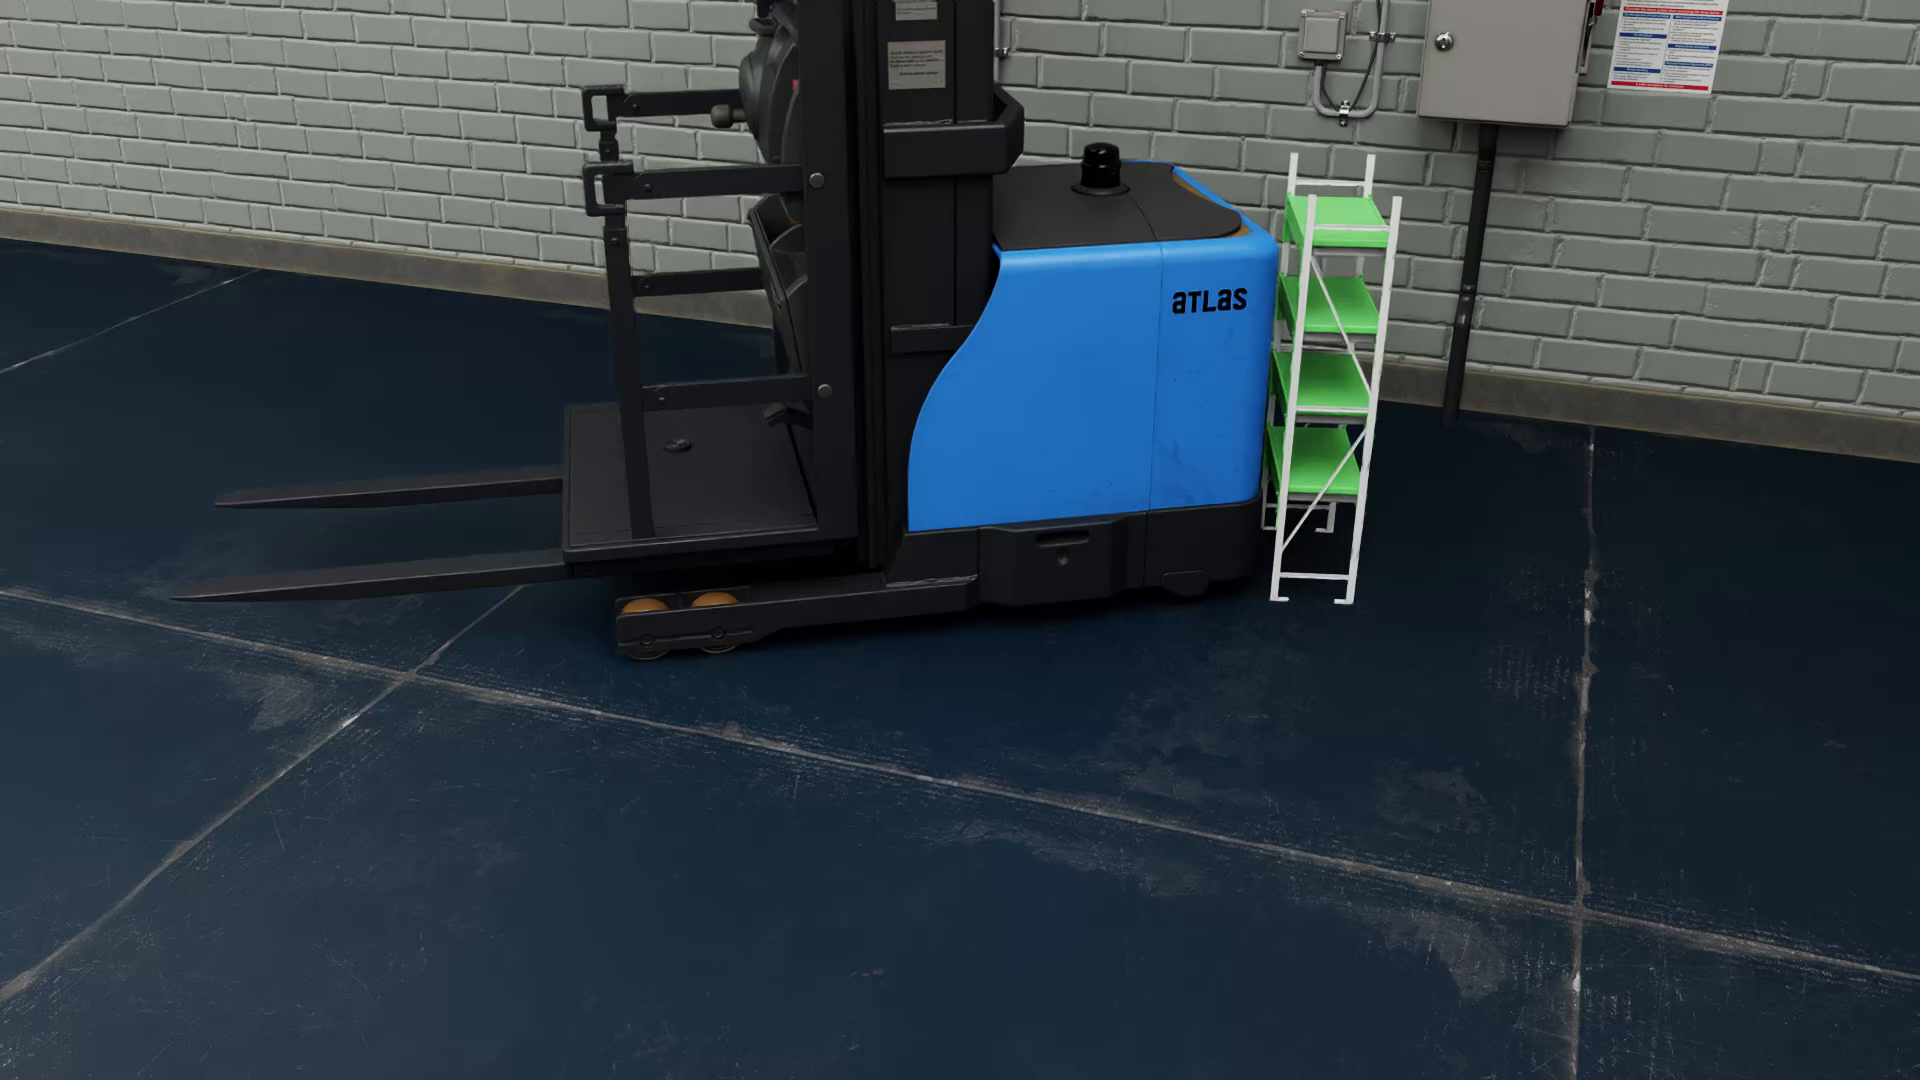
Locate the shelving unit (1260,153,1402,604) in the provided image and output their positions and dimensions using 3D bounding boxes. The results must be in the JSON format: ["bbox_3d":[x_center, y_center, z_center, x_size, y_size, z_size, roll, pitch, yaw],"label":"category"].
[{"bbox_3d":[1.052,-0.466,4.834,0.258,1.200,0.503,2,26,4],"label":"shelving unit"}]

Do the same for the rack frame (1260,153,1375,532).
[{"bbox_3d":[1.072,-0.572,5.053,0.240,1.200,0.015,2,26,4],"label":"rack frame"}]

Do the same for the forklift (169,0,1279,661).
[{"bbox_3d":[-0.688,-1.240,4.447,3.031,2.935,1.130,-5,26,-10],"label":"forklift"}]

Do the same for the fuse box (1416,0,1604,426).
[{"bbox_3d":[1.823,-1.187,5.739,0.539,1.711,0.414,9,27,17],"label":"fuse box"}]

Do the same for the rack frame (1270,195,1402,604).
[{"bbox_3d":[1.032,-0.360,4.615,0.240,1.200,0.015,2,26,4],"label":"rack frame"}]

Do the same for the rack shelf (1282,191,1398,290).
[{"bbox_3d":[1.054,-0.840,4.653,0.258,0.148,0.480,2,26,4],"label":"rack shelf"}]

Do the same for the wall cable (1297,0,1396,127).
[{"bbox_3d":[1.232,-2.388,5.574,0.588,1.984,0.122,9,27,17],"label":"wall cable"}]

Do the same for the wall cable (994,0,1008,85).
[{"bbox_3d":[-0.110,-2.603,5.983,0.585,1.953,0.123,9,27,17],"label":"wall cable"}]

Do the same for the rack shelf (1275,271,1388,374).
[{"bbox_3d":[1.053,-0.624,4.757,0.258,0.148,0.480,2,26,4],"label":"rack shelf"}]

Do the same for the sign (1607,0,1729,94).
[{"bbox_3d":[2.357,-1.738,5.506,0.329,0.494,0.001,9,27,17],"label":"sign"}]

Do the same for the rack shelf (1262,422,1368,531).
[{"bbox_3d":[1.051,-0.192,4.967,0.258,0.148,0.480,2,26,4],"label":"rack shelf"}]

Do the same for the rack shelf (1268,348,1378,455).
[{"bbox_3d":[1.052,-0.408,4.862,0.258,0.148,0.480,2,26,4],"label":"rack shelf"}]
